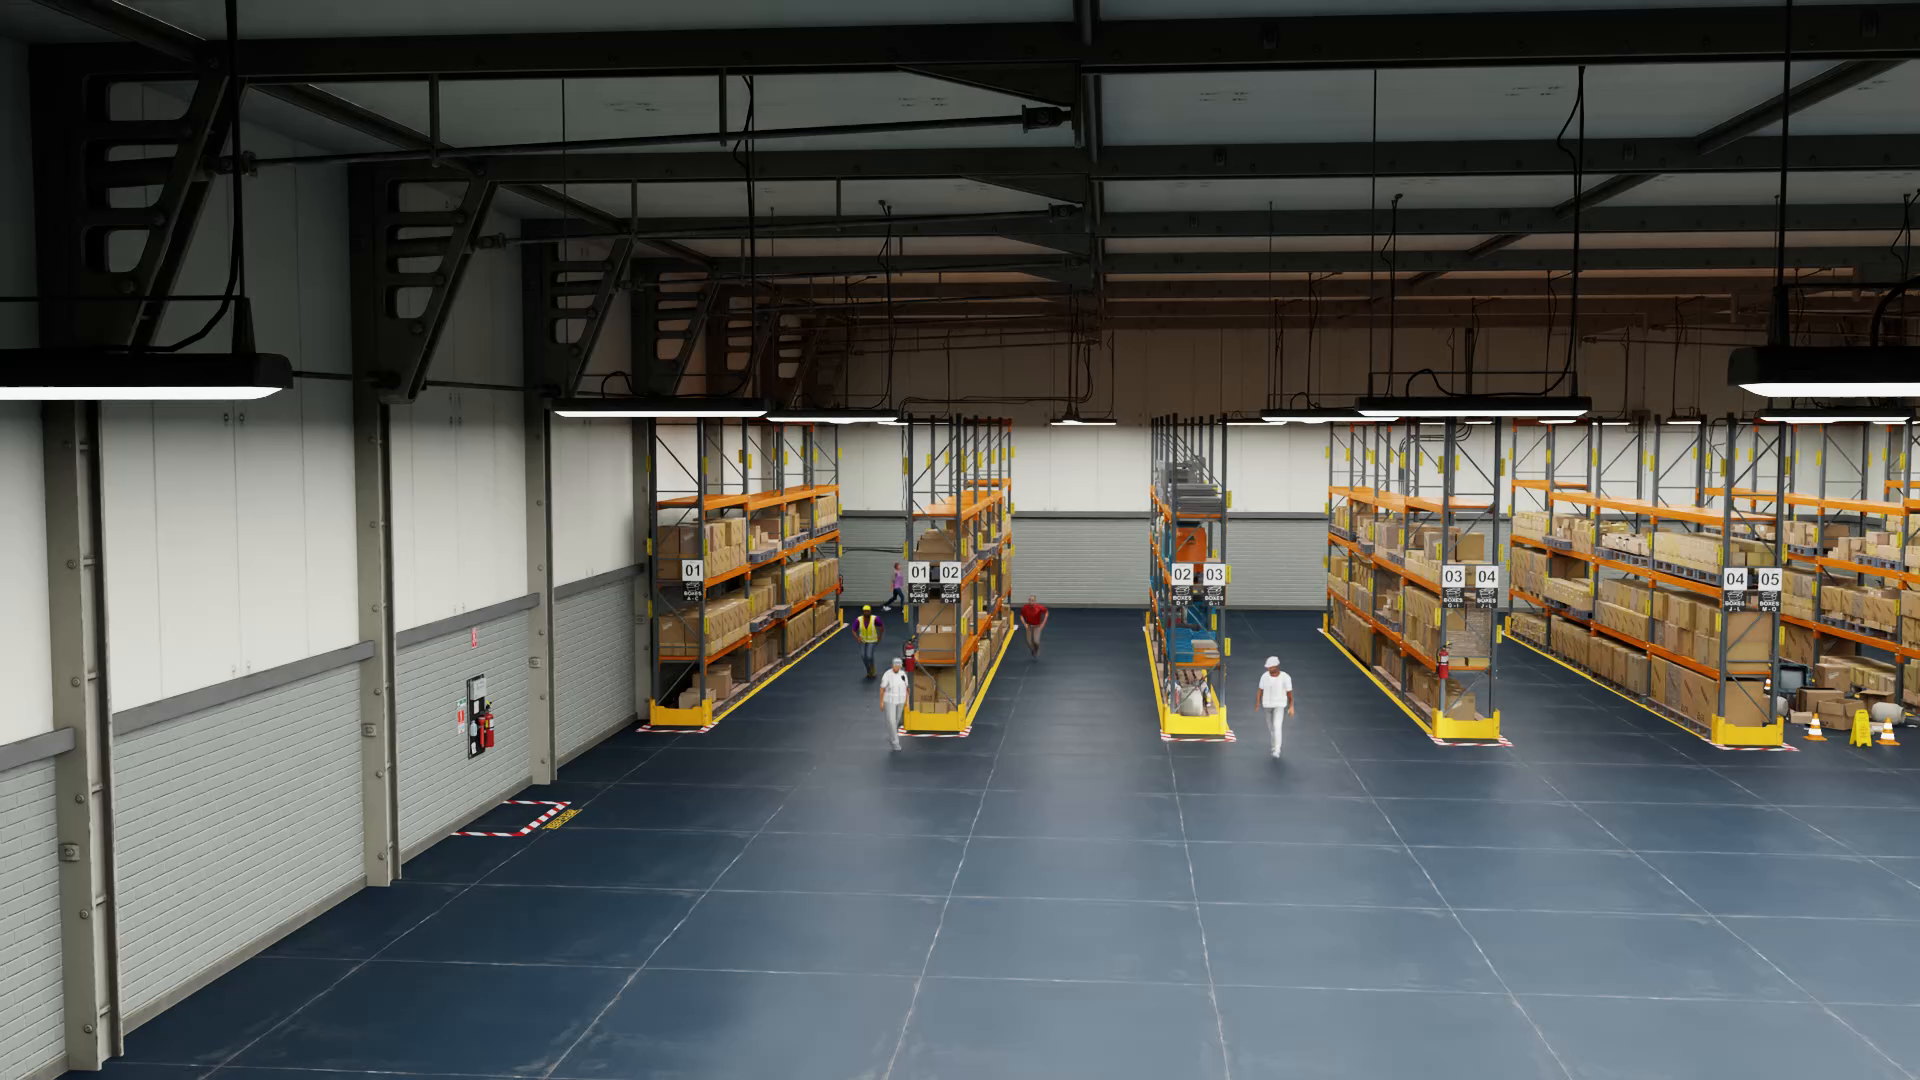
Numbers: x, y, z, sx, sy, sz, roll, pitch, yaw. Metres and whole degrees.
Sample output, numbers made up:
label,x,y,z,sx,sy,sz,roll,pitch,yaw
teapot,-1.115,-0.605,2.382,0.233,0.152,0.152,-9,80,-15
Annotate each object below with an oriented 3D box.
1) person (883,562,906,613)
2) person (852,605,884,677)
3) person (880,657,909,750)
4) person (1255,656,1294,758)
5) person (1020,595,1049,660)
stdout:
label,x,y,z,sx,sy,sz,roll,pitch,yaw
person,-1.961,1.449,51.547,0.931,1.486,0.396,1,4,14
person,-2.117,2.320,38.137,0.683,1.676,0.708,1,4,13
person,-1.149,2.897,29.662,0.527,1.607,0.982,-3,5,-34
person,5.464,2.903,29.047,0.634,1.736,0.911,3,5,36
person,1.825,2.161,40.836,0.696,1.640,0.734,1,4,14
